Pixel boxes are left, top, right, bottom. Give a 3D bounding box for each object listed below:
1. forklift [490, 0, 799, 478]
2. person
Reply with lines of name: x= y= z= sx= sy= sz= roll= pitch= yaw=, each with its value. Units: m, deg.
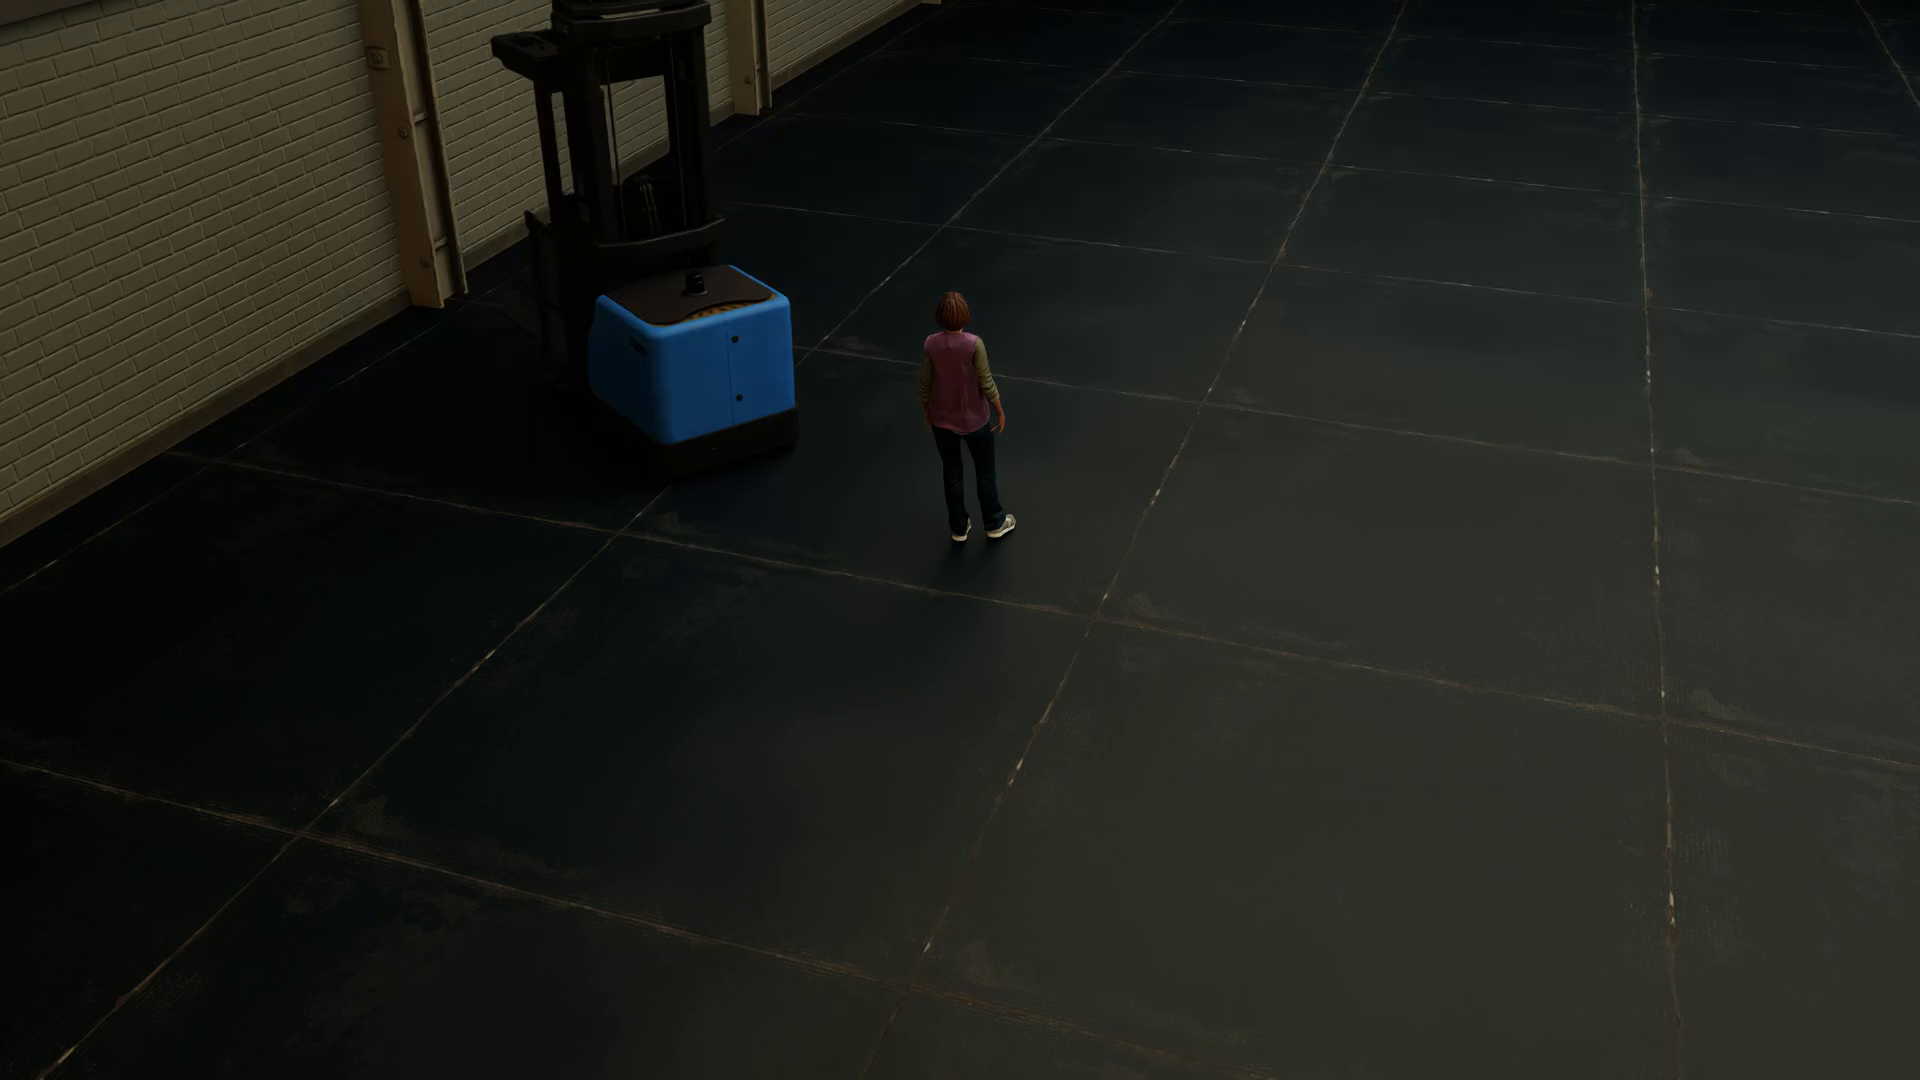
forklift: x=-2.353 y=-2.343 z=11.247 sx=1.130 sy=2.935 sz=3.031 roll=-20 pitch=35 yaw=-31
person: x=0.037 y=-0.732 z=9.753 sx=0.520 sy=1.597 sz=0.476 roll=10 pitch=31 yaw=16
